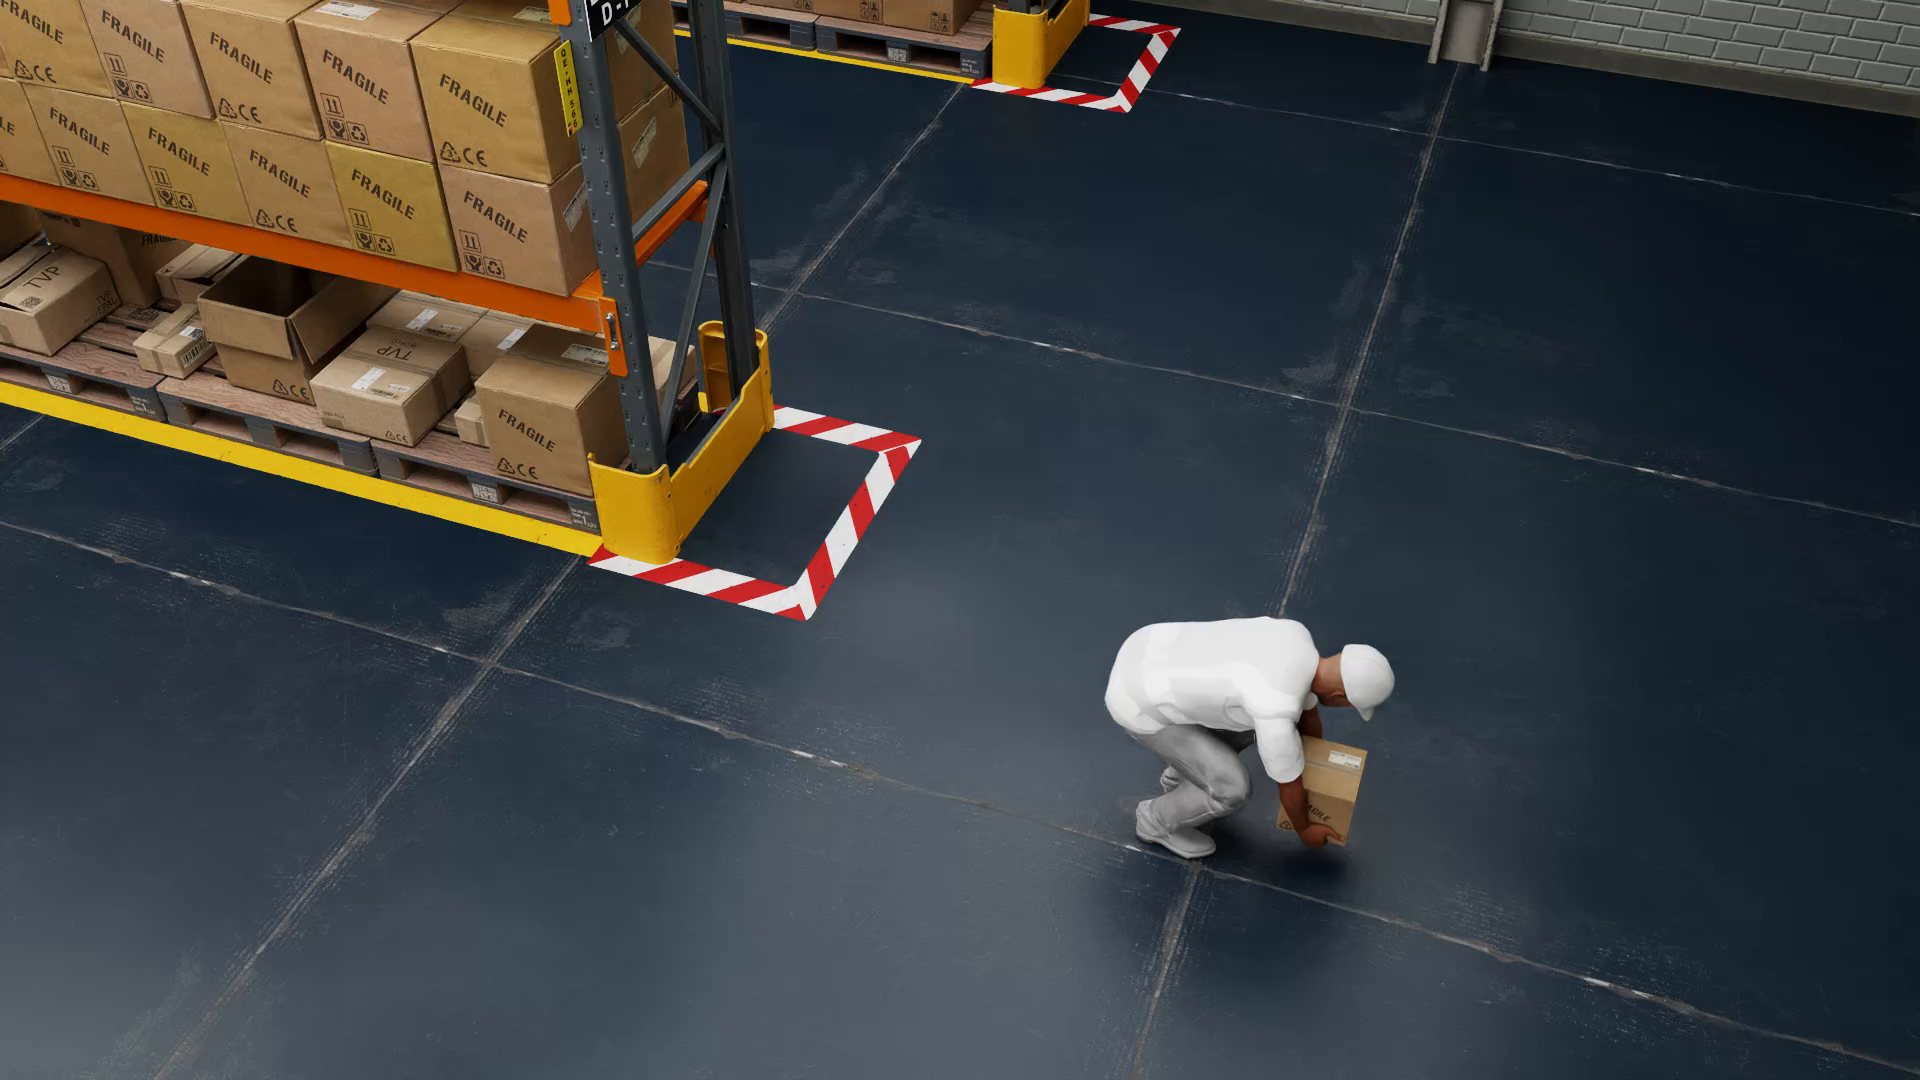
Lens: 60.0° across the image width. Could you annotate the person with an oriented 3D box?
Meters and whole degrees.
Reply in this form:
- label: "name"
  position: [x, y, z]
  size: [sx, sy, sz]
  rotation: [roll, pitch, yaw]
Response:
- label: "person"
  position: [0.998, 0.685, 5.933]
  size: [0.956, 1.012, 0.526]
  rotation: [12, 43, 13]
